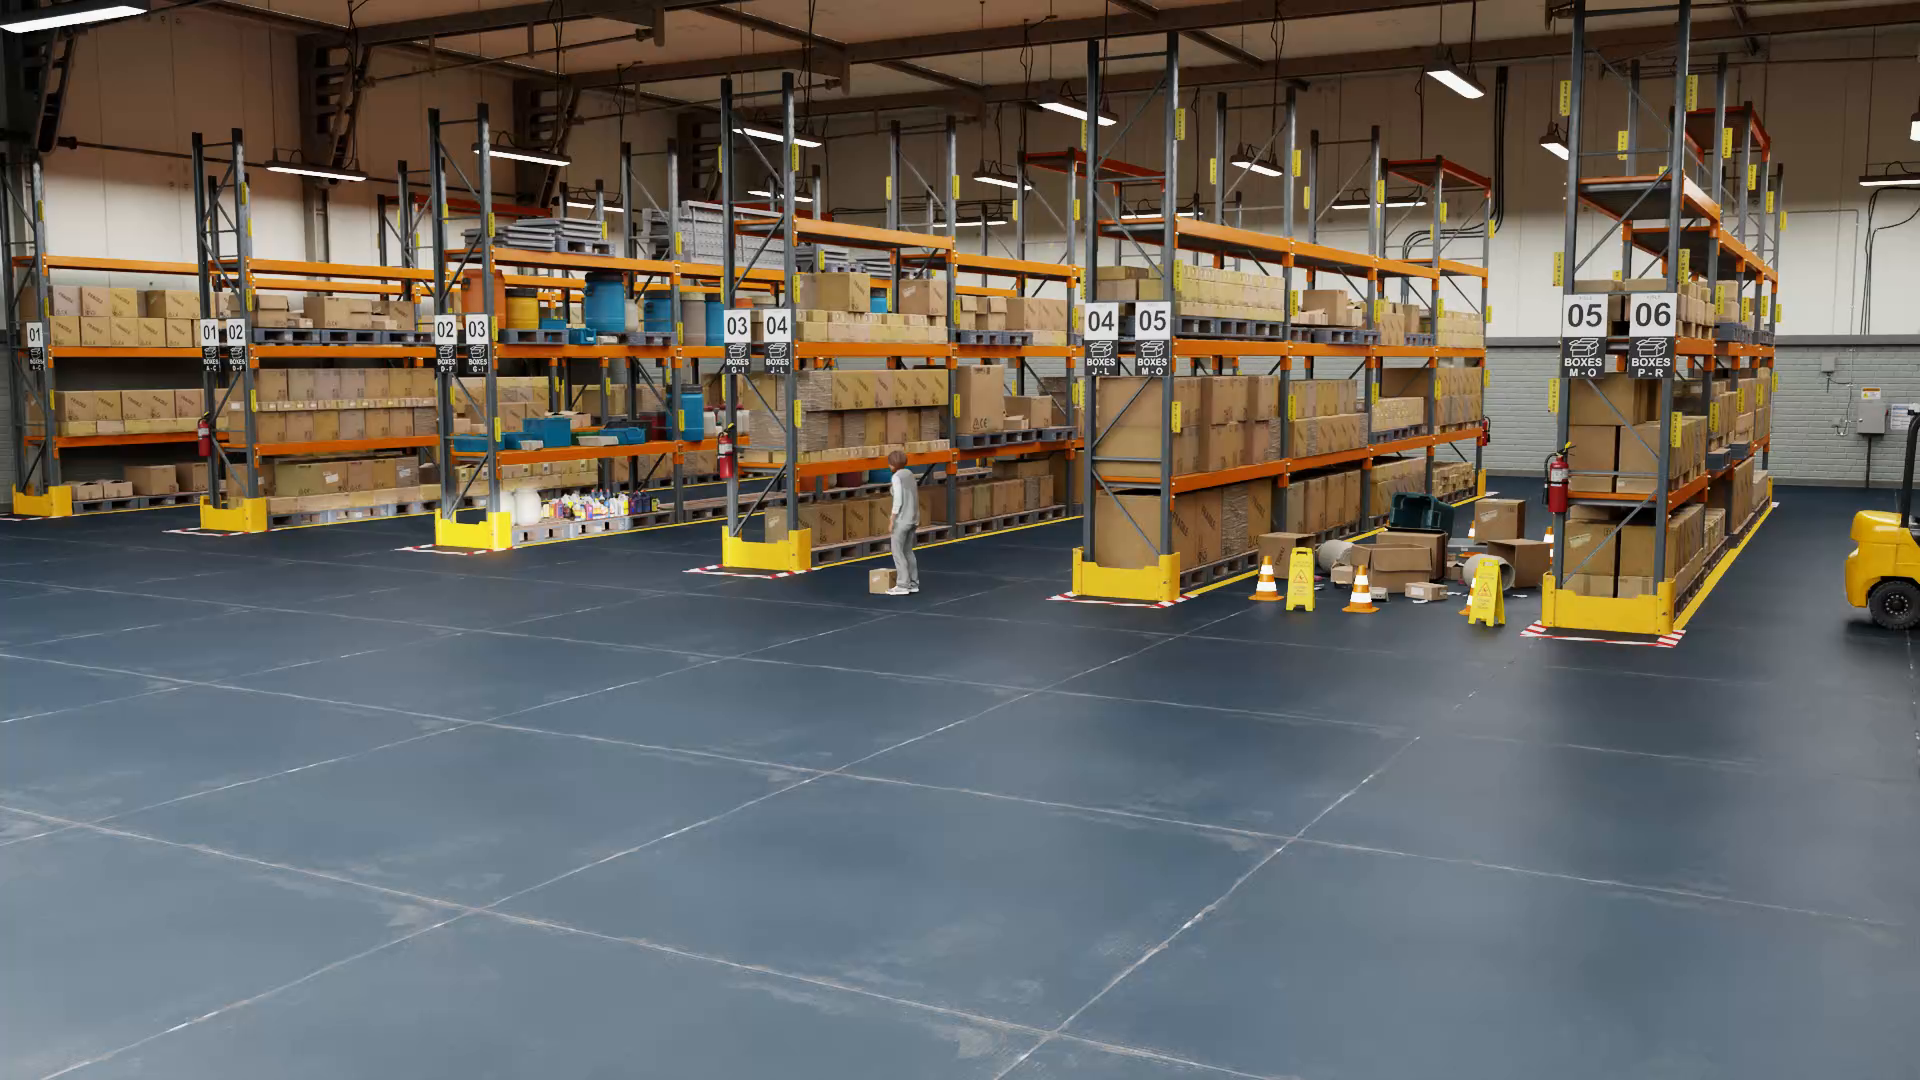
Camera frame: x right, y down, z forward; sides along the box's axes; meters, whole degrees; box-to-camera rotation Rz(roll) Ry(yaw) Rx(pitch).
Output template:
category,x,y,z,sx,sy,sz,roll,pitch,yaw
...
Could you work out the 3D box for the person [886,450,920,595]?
category,x,y,z,sx,sy,sz,roll,pitch,yaw
person,-0.625,-0.196,18.380,0.342,1.593,0.482,3,7,26
